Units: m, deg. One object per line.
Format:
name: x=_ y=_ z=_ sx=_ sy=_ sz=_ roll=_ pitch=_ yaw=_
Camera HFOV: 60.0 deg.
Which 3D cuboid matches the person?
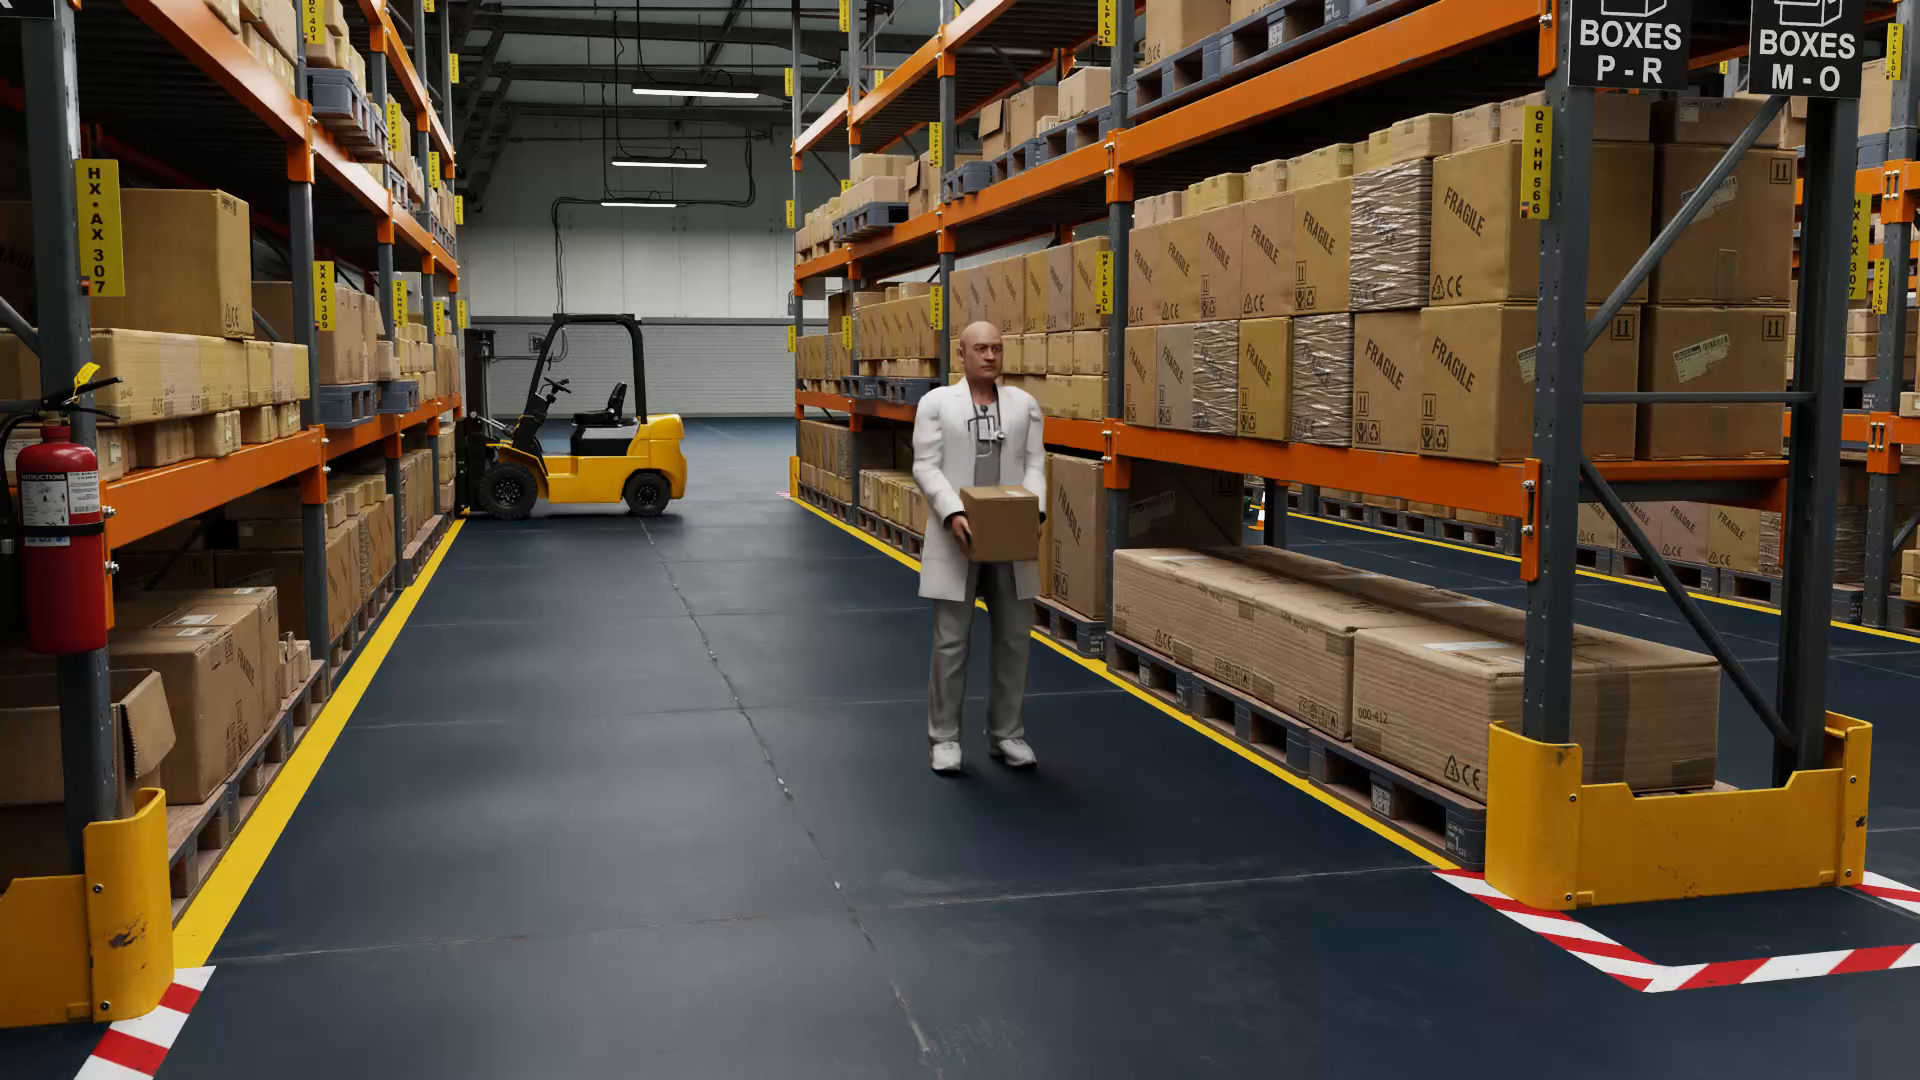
person: x=0.106 y=0.021 z=6.685 sx=0.656 sy=1.774 sz=0.417 roll=-2 pitch=6 yaw=-16
